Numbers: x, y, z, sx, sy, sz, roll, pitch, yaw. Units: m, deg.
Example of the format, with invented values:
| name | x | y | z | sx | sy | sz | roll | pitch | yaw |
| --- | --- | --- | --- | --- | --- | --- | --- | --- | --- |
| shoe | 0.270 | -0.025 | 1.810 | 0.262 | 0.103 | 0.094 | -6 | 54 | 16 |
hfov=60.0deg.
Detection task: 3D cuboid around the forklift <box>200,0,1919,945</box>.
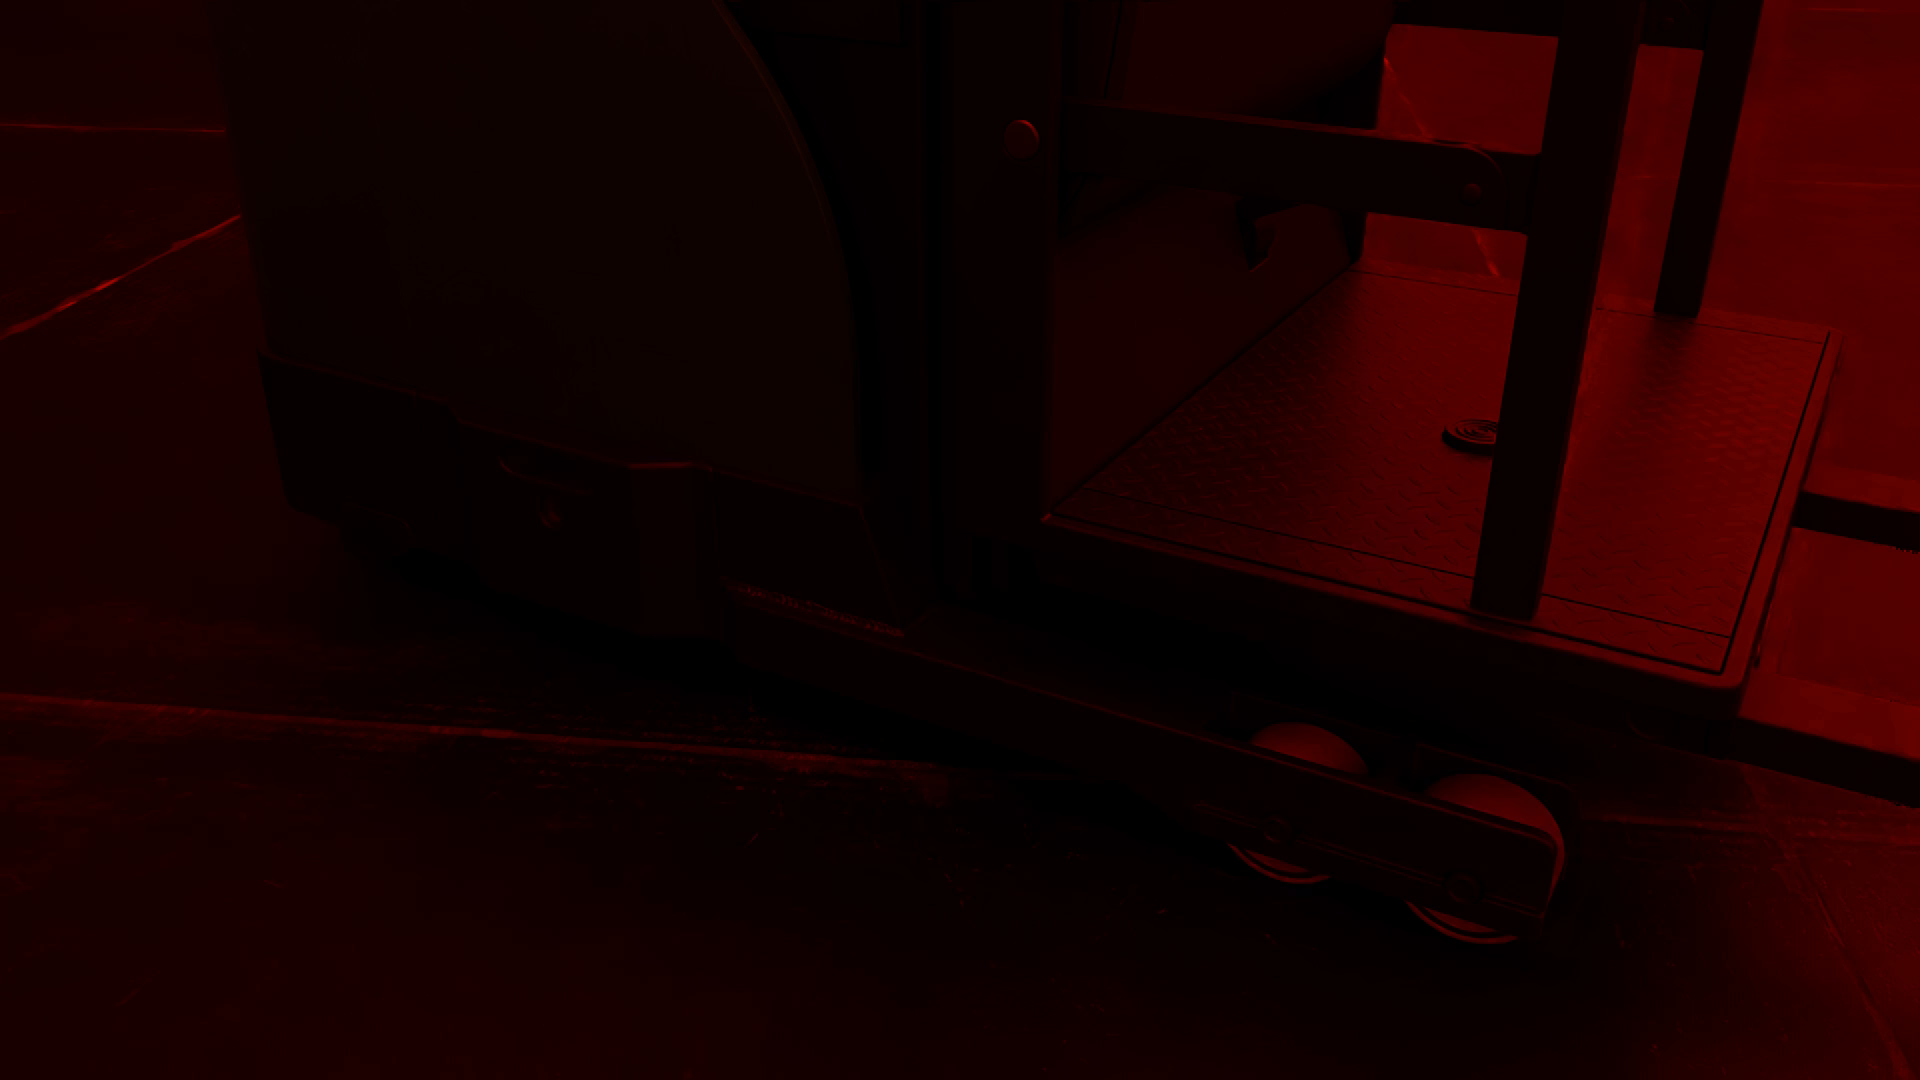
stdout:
| name | x | y | z | sx | sy | sz | roll | pitch | yaw |
| --- | --- | --- | --- | --- | --- | --- | --- | --- | --- |
| forklift | 0.529 | -1.176 | 1.574 | 3.031 | 2.935 | 1.130 | 14 | 30 | 26 |
